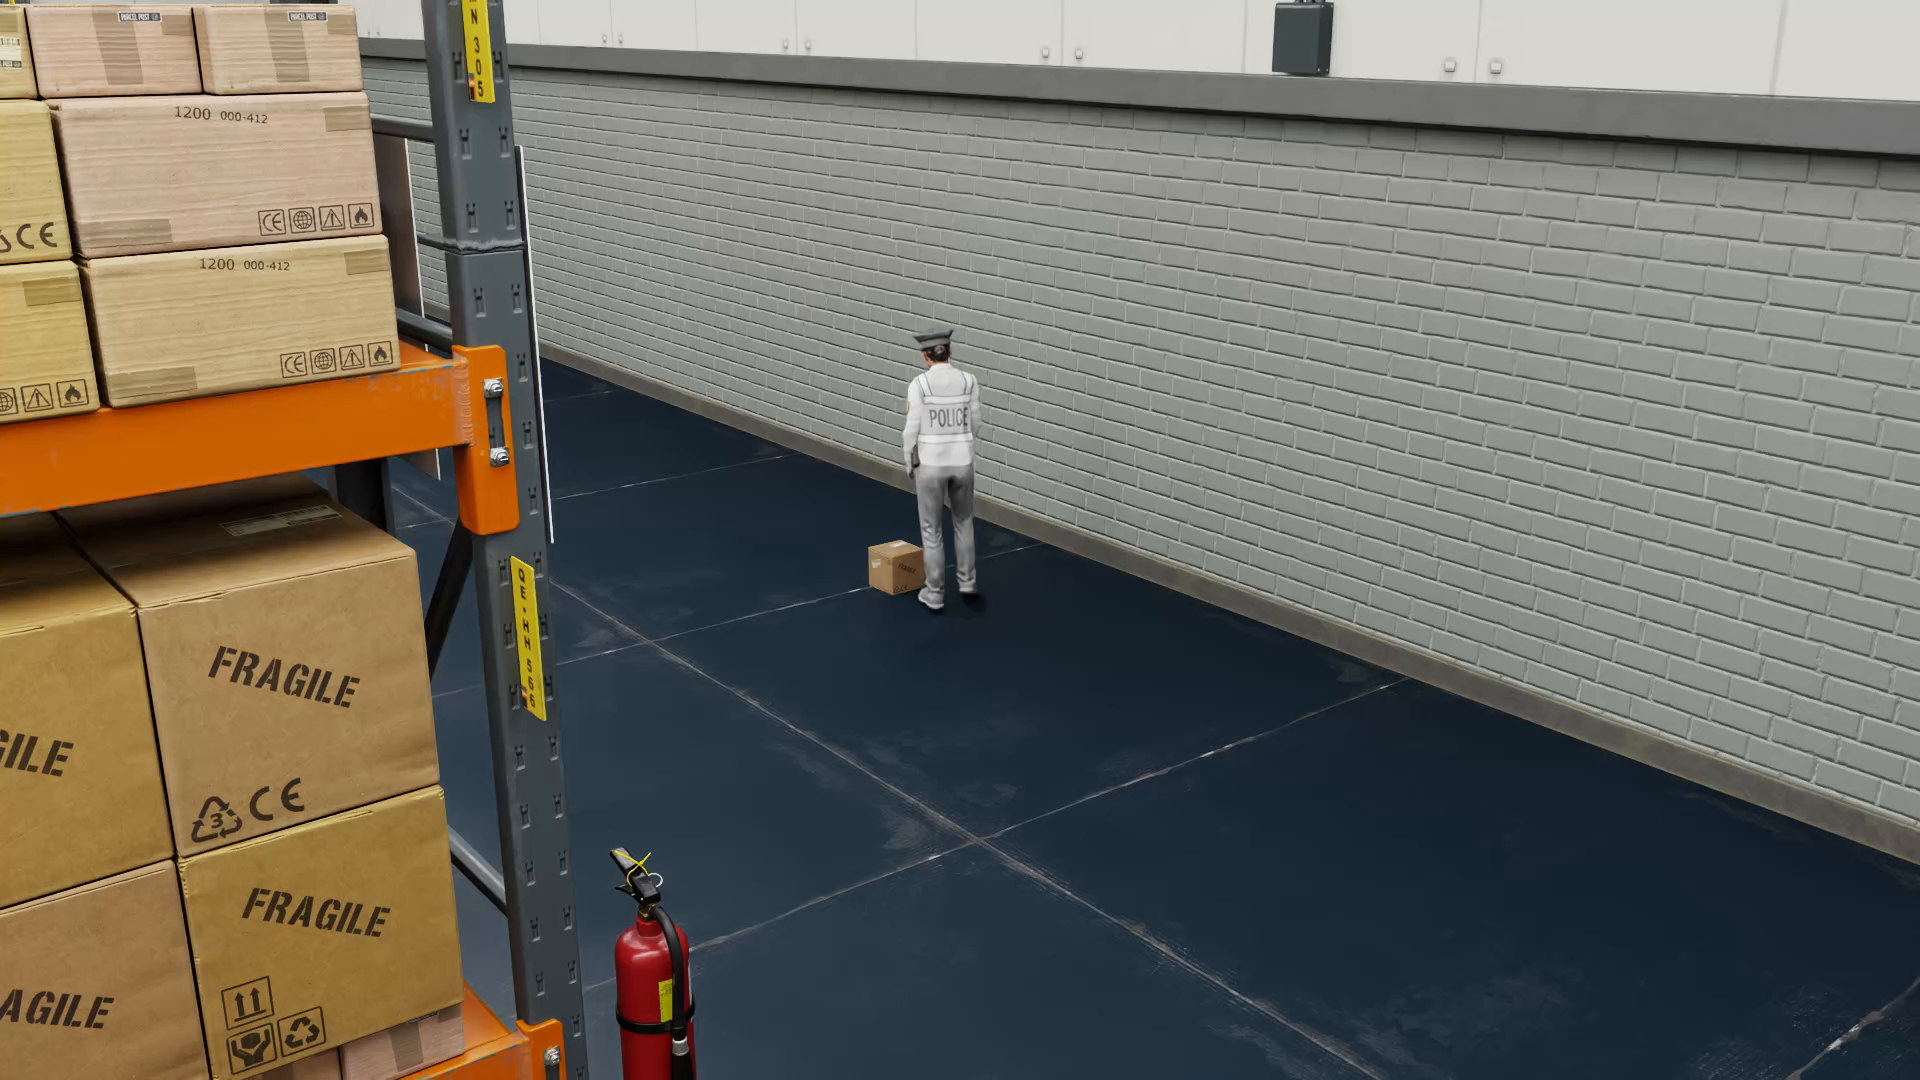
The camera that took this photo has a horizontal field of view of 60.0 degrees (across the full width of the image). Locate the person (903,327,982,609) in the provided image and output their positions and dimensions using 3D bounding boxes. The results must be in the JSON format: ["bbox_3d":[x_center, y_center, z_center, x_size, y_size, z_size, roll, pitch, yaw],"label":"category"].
[{"bbox_3d":[-0.097,-0.416,9.843,0.540,1.684,0.502,-7,19,-21],"label":"person"}]
